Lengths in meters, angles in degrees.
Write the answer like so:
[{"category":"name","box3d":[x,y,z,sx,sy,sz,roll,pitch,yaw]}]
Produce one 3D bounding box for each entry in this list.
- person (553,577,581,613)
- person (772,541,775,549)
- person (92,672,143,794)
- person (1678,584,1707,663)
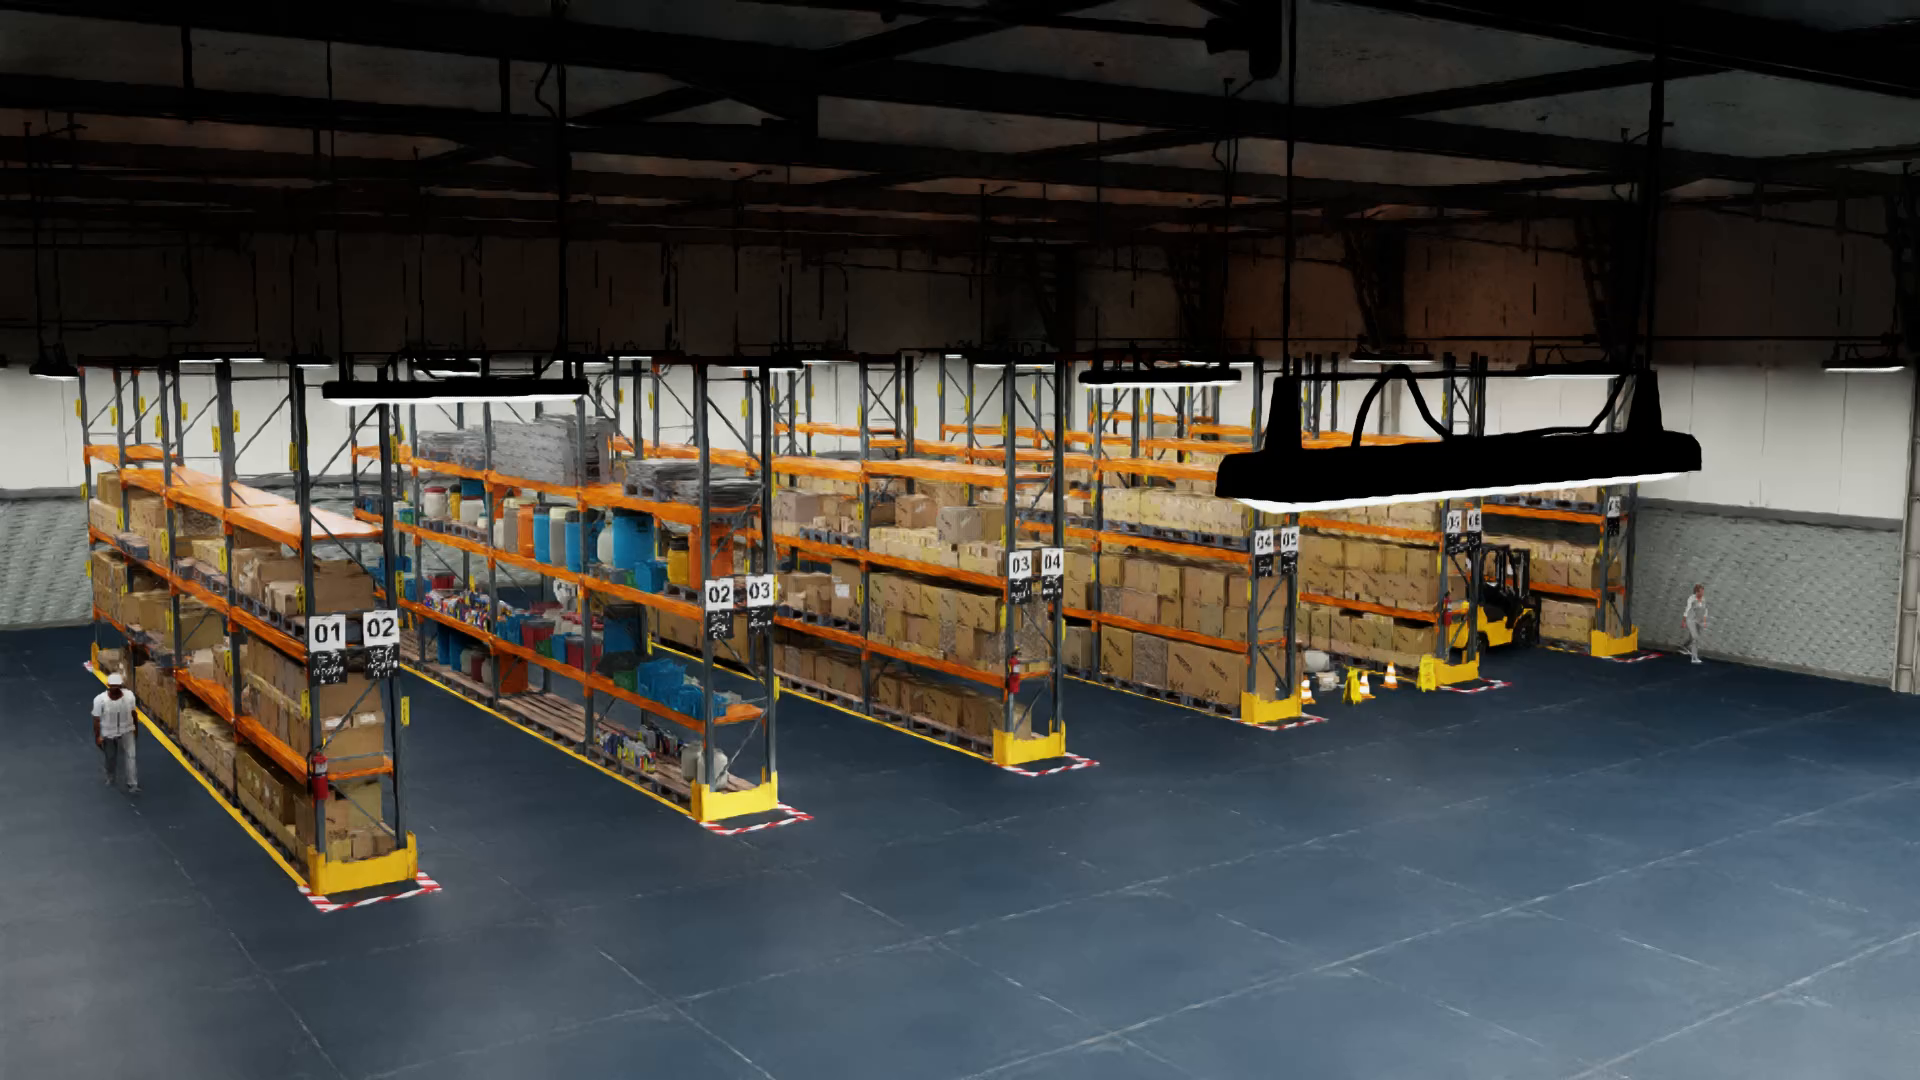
[{"category":"person","box3d":[-8.414,1.211,35.667,0.639,1.628,0.506,-5,9,-37]},{"category":"person","box3d":[-4.874,0.259,42.853,0.488,1.781,0.717,1,7,7]},{"category":"person","box3d":[-11.773,2.674,23.212,0.577,1.691,1.121,-4,8,-33]},{"category":"person","box3d":[14.426,1.602,32.704,0.455,1.531,0.867,-2,7,-14]}]
